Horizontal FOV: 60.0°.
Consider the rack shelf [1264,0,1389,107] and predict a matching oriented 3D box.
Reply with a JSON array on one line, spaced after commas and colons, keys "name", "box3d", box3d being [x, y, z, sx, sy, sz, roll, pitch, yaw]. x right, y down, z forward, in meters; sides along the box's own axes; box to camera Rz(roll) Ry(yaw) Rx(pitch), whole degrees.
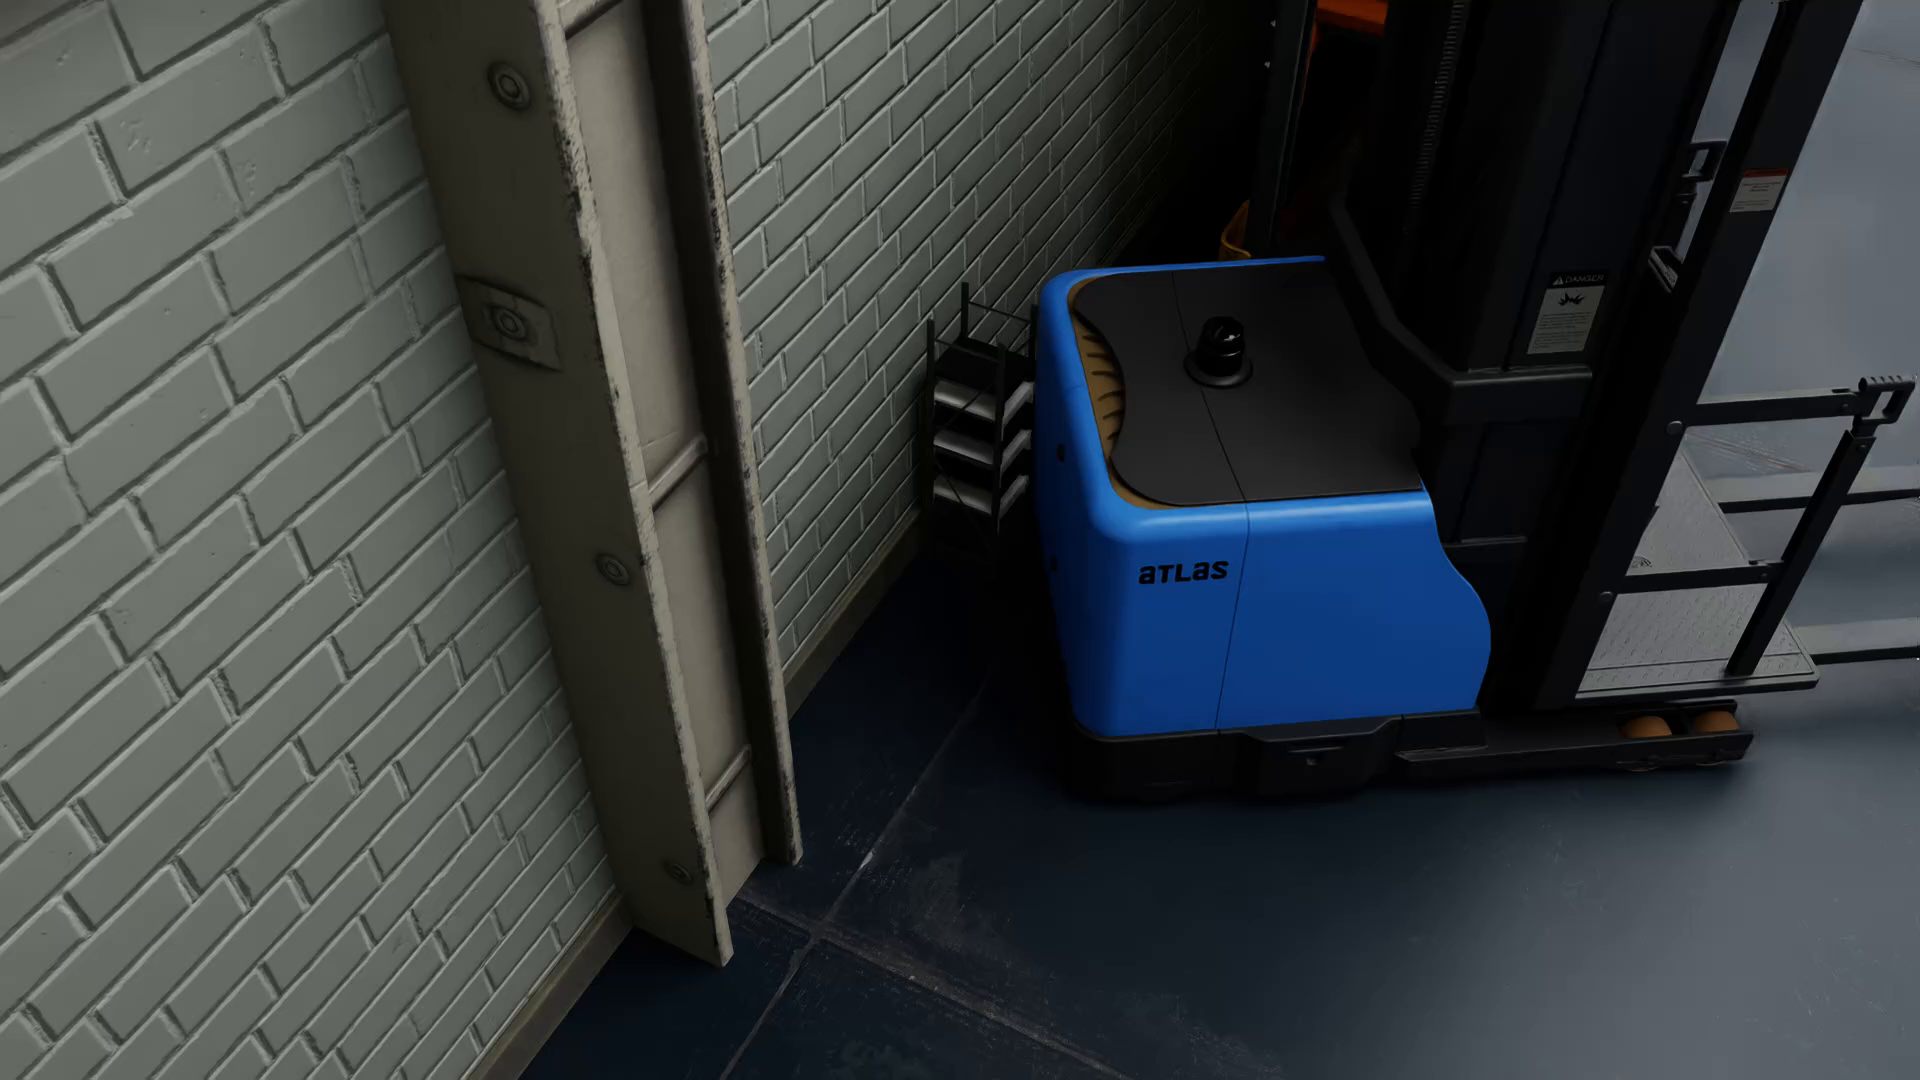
[{"name": "rack shelf", "box3d": [2.337, -2.559, 6.176, 1.077, 0.370, 4.000, 20, 49, 19]}]

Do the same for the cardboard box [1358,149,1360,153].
[{"name": "cardboard box", "box3d": [1.776, -1.176, 5.764, 0.797, 0.503, 0.637, 19, 48, 18]}]

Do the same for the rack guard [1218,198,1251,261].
[{"name": "rack guard", "box3d": [1.444, -0.722, 5.612, 1.175, 0.500, 0.348, 20, 49, 19]}]

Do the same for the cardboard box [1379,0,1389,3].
[{"name": "cardboard box", "box3d": [1.324, -1.761, 5.059, 0.380, 0.149, 0.250, 20, 49, 19]}]

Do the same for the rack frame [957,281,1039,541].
[{"name": "rack frame", "box3d": [0.105, -0.365, 4.978, 0.240, 0.900, 0.006, 21, 47, 19]}]

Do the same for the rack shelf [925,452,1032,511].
[{"name": "rack shelf", "box3d": [0.055, -0.214, 4.998, 0.258, 0.077, 0.200, 21, 47, 19]}]

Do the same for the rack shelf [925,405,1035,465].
[{"name": "rack shelf", "box3d": [0.058, -0.345, 4.874, 0.258, 0.077, 0.200, 21, 47, 19]}]

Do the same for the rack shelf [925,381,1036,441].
[{"name": "rack shelf", "box3d": [0.059, -0.410, 4.811, 0.258, 0.077, 0.200, 21, 47, 19]}]

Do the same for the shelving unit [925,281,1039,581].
[{"name": "shelving unit", "box3d": [0.057, -0.304, 4.913, 0.258, 0.900, 0.210, 21, 47, 19]}]

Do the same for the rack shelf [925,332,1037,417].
[{"name": "rack shelf", "box3d": [0.061, -0.475, 4.749, 0.258, 0.077, 0.200, 21, 47, 19]}]

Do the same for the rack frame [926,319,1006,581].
[{"name": "rack frame", "box3d": [0.009, -0.242, 4.847, 0.240, 0.900, 0.006, 21, 47, 19]}]

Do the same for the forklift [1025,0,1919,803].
[{"name": "forklift", "box3d": [1.750, -0.761, 3.942, 3.031, 2.935, 1.130, -4, 45, -4]}]

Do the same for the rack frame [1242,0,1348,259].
[{"name": "rack frame", "box3d": [1.408, -1.552, 4.675, 1.000, 3.000, 0.127, 20, 49, 19]}]

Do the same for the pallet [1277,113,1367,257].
[{"name": "pallet", "box3d": [1.813, -1.122, 6.211, 1.003, 0.211, 1.213, 20, 49, 19]}]

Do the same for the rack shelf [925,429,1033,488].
[{"name": "rack shelf", "box3d": [0.056, -0.280, 4.936, 0.258, 0.077, 0.200, 21, 47, 19]}]

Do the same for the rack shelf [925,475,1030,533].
[{"name": "rack shelf", "box3d": [0.053, -0.149, 5.060, 0.258, 0.077, 0.200, 21, 47, 19]}]
